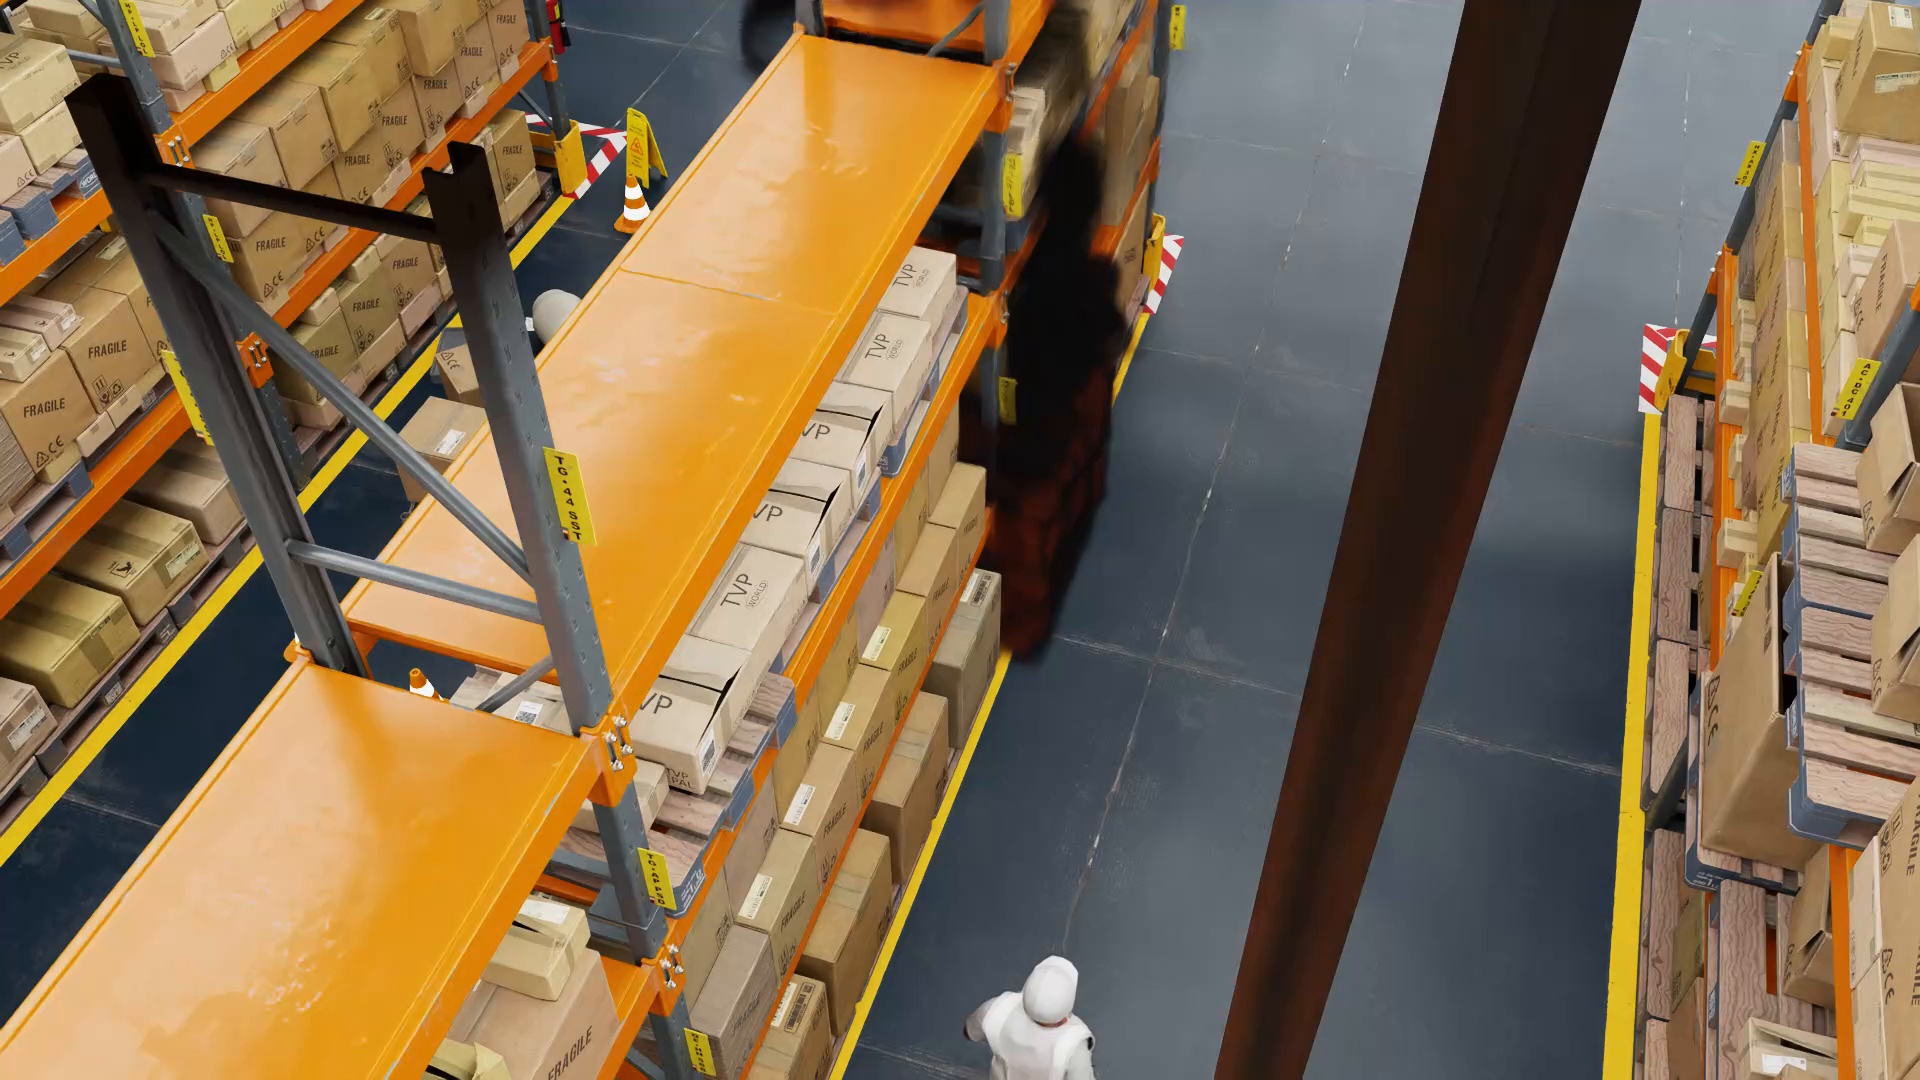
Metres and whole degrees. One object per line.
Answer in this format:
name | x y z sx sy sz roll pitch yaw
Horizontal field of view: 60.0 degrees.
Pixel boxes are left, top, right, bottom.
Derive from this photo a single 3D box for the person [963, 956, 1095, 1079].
person | 0.318 2.401 7.210 0.668 1.805 0.845 15 47 14
